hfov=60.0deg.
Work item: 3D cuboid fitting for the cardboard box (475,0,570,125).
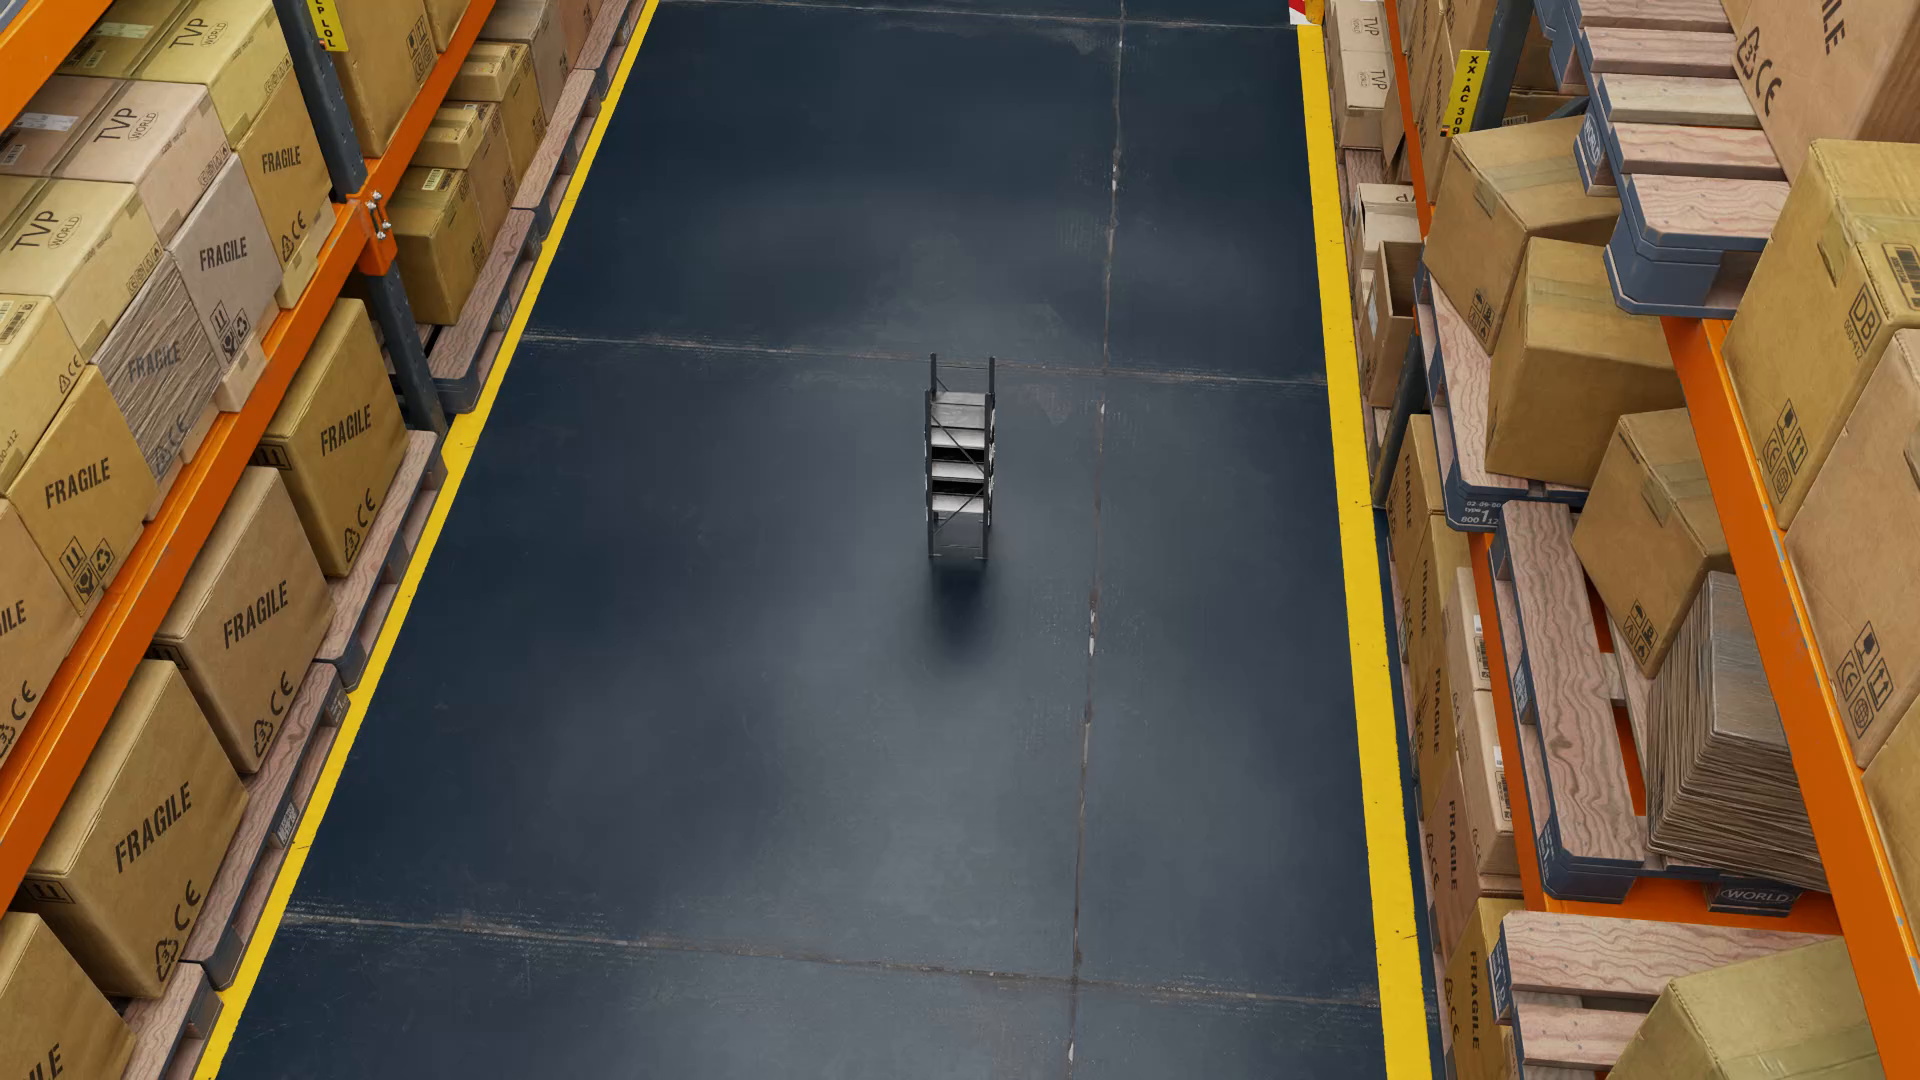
[{"bbox_3d":[-2.411,-2.459,8.402,0.700,0.500,0.500,2,48,2],"label":"cardboard box"}]

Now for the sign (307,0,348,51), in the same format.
[{"bbox_3d":[-2.179,-1.815,5.672,0.100,0.325,0.005,4,48,4],"label":"sign"}]

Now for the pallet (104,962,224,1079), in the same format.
[{"bbox_3d":[-2.938,1.826,4.963,1.003,0.211,1.213,4,48,4],"label":"pallet"}]

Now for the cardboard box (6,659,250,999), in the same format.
[{"bbox_3d":[-2.801,0.868,5.122,0.750,0.750,0.750,4,48,3],"label":"cardboard box"}]

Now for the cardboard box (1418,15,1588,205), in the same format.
[{"bbox_3d":[2.003,-1.568,6.110,0.500,0.500,0.500,5,48,4],"label":"cardboard box"}]

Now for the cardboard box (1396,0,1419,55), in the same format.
[{"bbox_3d":[2.093,-2.325,6.802,0.500,0.500,0.500,5,48,4],"label":"cardboard box"}]

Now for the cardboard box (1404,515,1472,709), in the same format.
[{"bbox_3d":[1.889,0.277,5.886,0.500,0.500,0.500,4,48,4],"label":"cardboard box"}]

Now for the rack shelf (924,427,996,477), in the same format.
[{"bbox_3d":[0.001,-0.348,6.408,0.258,0.077,0.200,4,48,4],"label":"rack shelf"}]

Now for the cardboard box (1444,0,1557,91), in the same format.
[{"bbox_3d":[2.001,-1.910,5.745,0.500,0.500,0.500,4,48,4],"label":"cardboard box"}]

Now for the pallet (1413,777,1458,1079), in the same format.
[{"bbox_3d":[2.068,1.290,5.453,1.003,0.211,1.213,4,48,4],"label":"pallet"}]

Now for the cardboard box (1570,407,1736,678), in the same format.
[{"bbox_3d":[2.113,-0.023,4.412,0.700,0.500,0.500,-7,48,-6],"label":"cardboard box"}]

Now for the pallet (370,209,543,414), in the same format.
[{"bbox_3d":[-2.573,-1.093,7.632,1.003,0.211,1.213,4,48,4],"label":"pallet"}]

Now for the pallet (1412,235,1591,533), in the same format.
[{"bbox_3d":[2.031,-0.505,5.335,1.003,0.211,1.213,4,48,4],"label":"pallet"}]

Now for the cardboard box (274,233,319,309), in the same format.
[{"bbox_3d":[-2.469,-0.948,5.767,0.380,0.149,0.250,5,48,4],"label":"cardboard box"}]

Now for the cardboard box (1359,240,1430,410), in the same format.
[{"bbox_3d":[1.982,-0.893,6.955,0.500,0.500,0.500,4,48,4],"label":"cardboard box"}]

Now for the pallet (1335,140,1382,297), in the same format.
[{"bbox_3d":[2.385,-1.612,8.108,1.003,0.211,1.213,4,48,4],"label":"pallet"}]

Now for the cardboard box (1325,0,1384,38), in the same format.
[{"bbox_3d":[2.174,-2.813,8.938,0.380,0.166,0.250,4,48,4],"label":"cardboard box"}]

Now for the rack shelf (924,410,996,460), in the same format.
[{"bbox_3d":[0.001,-0.409,6.341,0.258,0.077,0.200,4,48,4],"label":"rack shelf"}]

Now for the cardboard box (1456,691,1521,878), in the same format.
[{"bbox_3d":[1.790,0.735,4.959,0.500,0.250,0.500,3,48,3],"label":"cardboard box"}]

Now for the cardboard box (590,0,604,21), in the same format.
[{"bbox_3d":[-2.320,-3.197,9.076,0.700,0.500,0.500,4,48,4],"label":"cardboard box"}]

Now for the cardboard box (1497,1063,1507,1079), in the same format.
[{"bbox_3d":[1.700,1.781,4.510,0.500,0.500,0.500,6,48,5],"label":"cardboard box"}]

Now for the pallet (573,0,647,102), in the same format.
[{"bbox_3d":[-2.351,-2.886,9.272,1.003,0.211,1.213,4,48,4],"label":"pallet"}]

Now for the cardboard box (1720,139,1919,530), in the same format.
[{"bbox_3d":[1.949,-0.337,2.950,0.910,0.500,0.500,4,48,4],"label":"cardboard box"}]

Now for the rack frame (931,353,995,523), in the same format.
[{"bbox_3d":[0.010,-0.384,6.518,0.240,0.900,0.006,4,48,4],"label":"rack frame"}]

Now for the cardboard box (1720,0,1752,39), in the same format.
[{"bbox_3d":[2.055,-1.514,3.675,0.600,0.600,0.600,3,48,3],"label":"cardboard box"}]

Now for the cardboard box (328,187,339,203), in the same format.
[{"bbox_3d":[-2.761,-1.447,7.036,0.380,0.149,0.250,4,48,3],"label":"cardboard box"}]

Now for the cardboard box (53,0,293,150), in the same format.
[{"bbox_3d":[-2.508,-1.514,5.337,0.500,0.250,0.500,5,48,4],"label":"cardboard box"}]

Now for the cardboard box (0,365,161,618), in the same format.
[{"bbox_3d":[-2.643,-0.154,4.601,0.500,0.500,0.500,5,48,5],"label":"cardboard box"}]

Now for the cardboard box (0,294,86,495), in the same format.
[{"bbox_3d":[-2.657,-0.390,4.308,0.500,0.250,0.500,3,48,3],"label":"cardboard box"}]

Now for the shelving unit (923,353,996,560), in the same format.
[{"bbox_3d":[0.001,-0.310,6.449,0.258,0.900,0.210,4,48,4],"label":"shelving unit"}]

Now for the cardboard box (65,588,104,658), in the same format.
[{"bbox_3d":[-2.695,0.183,4.733,0.380,0.149,0.250,4,48,4],"label":"cardboard box"}]

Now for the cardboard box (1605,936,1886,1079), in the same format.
[{"bbox_3d":[1.794,1.143,3.345,0.700,0.500,0.500,-11,48,-10],"label":"cardboard box"}]

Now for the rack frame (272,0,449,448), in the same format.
[{"bbox_3d":[-2.720,-1.480,6.097,1.000,3.000,0.127,4,48,4],"label":"rack frame"}]

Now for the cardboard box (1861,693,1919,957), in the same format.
[{"bbox_3d":[1.855,0.420,2.258,0.910,0.500,0.500,4,48,4],"label":"cardboard box"}]

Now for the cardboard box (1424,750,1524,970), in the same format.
[{"bbox_3d":[1.789,1.015,5.211,0.500,0.500,0.500,2,48,2],"label":"cardboard box"}]

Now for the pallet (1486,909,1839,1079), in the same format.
[{"bbox_3d":[1.840,1.351,3.637,1.213,0.211,1.003,4,48,4],"label":"pallet"}]

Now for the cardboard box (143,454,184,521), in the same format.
[{"bbox_3d":[-2.629,-0.204,5.087,0.380,0.149,0.250,3,48,2],"label":"cardboard box"}]

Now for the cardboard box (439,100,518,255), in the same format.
[{"bbox_3d":[-2.501,-1.690,7.698,0.700,0.500,0.500,3,48,3],"label":"cardboard box"}]

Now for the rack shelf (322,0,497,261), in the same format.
[{"bbox_3d":[-2.538,-2.707,7.707,1.077,0.370,4.000,4,48,4],"label":"rack shelf"}]

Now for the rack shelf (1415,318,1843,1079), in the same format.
[{"bbox_3d":[2.031,0.562,4.716,1.077,0.370,4.000,4,48,4],"label":"rack shelf"}]

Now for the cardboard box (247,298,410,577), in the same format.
[{"bbox_3d":[-2.650,-0.410,6.291,0.750,0.750,0.750,4,48,4],"label":"cardboard box"}]

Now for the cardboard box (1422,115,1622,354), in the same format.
[{"bbox_3d":[1.947,-0.992,5.299,0.700,0.500,0.500,-11,48,-10],"label":"cardboard box"}]

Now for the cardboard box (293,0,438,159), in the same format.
[{"bbox_3d":[-2.655,-1.979,6.350,0.980,0.700,0.700,5,48,4],"label":"cardboard box"}]

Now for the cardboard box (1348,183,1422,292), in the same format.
[{"bbox_3d":[2.051,-1.380,7.529,0.500,0.311,0.500,4,48,4],"label":"cardboard box"}]

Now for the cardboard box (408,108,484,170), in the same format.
[{"bbox_3d":[-2.337,-1.779,7.341,0.380,0.149,0.250,5,48,5],"label":"cardboard box"}]

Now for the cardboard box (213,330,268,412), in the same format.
[{"bbox_3d":[-2.503,-0.562,5.414,0.380,0.149,0.250,4,48,4],"label":"cardboard box"}]

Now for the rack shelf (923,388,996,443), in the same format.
[{"bbox_3d":[0.001,-0.469,6.275,0.258,0.077,0.200,4,48,4],"label":"rack shelf"}]

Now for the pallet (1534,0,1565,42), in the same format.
[{"bbox_3d":[2.084,-1.624,4.324,1.213,0.211,1.003,4,48,4],"label":"pallet"}]

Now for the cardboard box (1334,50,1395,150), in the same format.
[{"bbox_3d":[2.154,-2.195,8.316,0.500,0.250,0.500,4,48,4],"label":"cardboard box"}]

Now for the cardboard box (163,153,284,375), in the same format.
[{"bbox_3d":[-2.548,-0.890,5.274,0.500,0.500,0.500,4,48,4],"label":"cardboard box"}]
